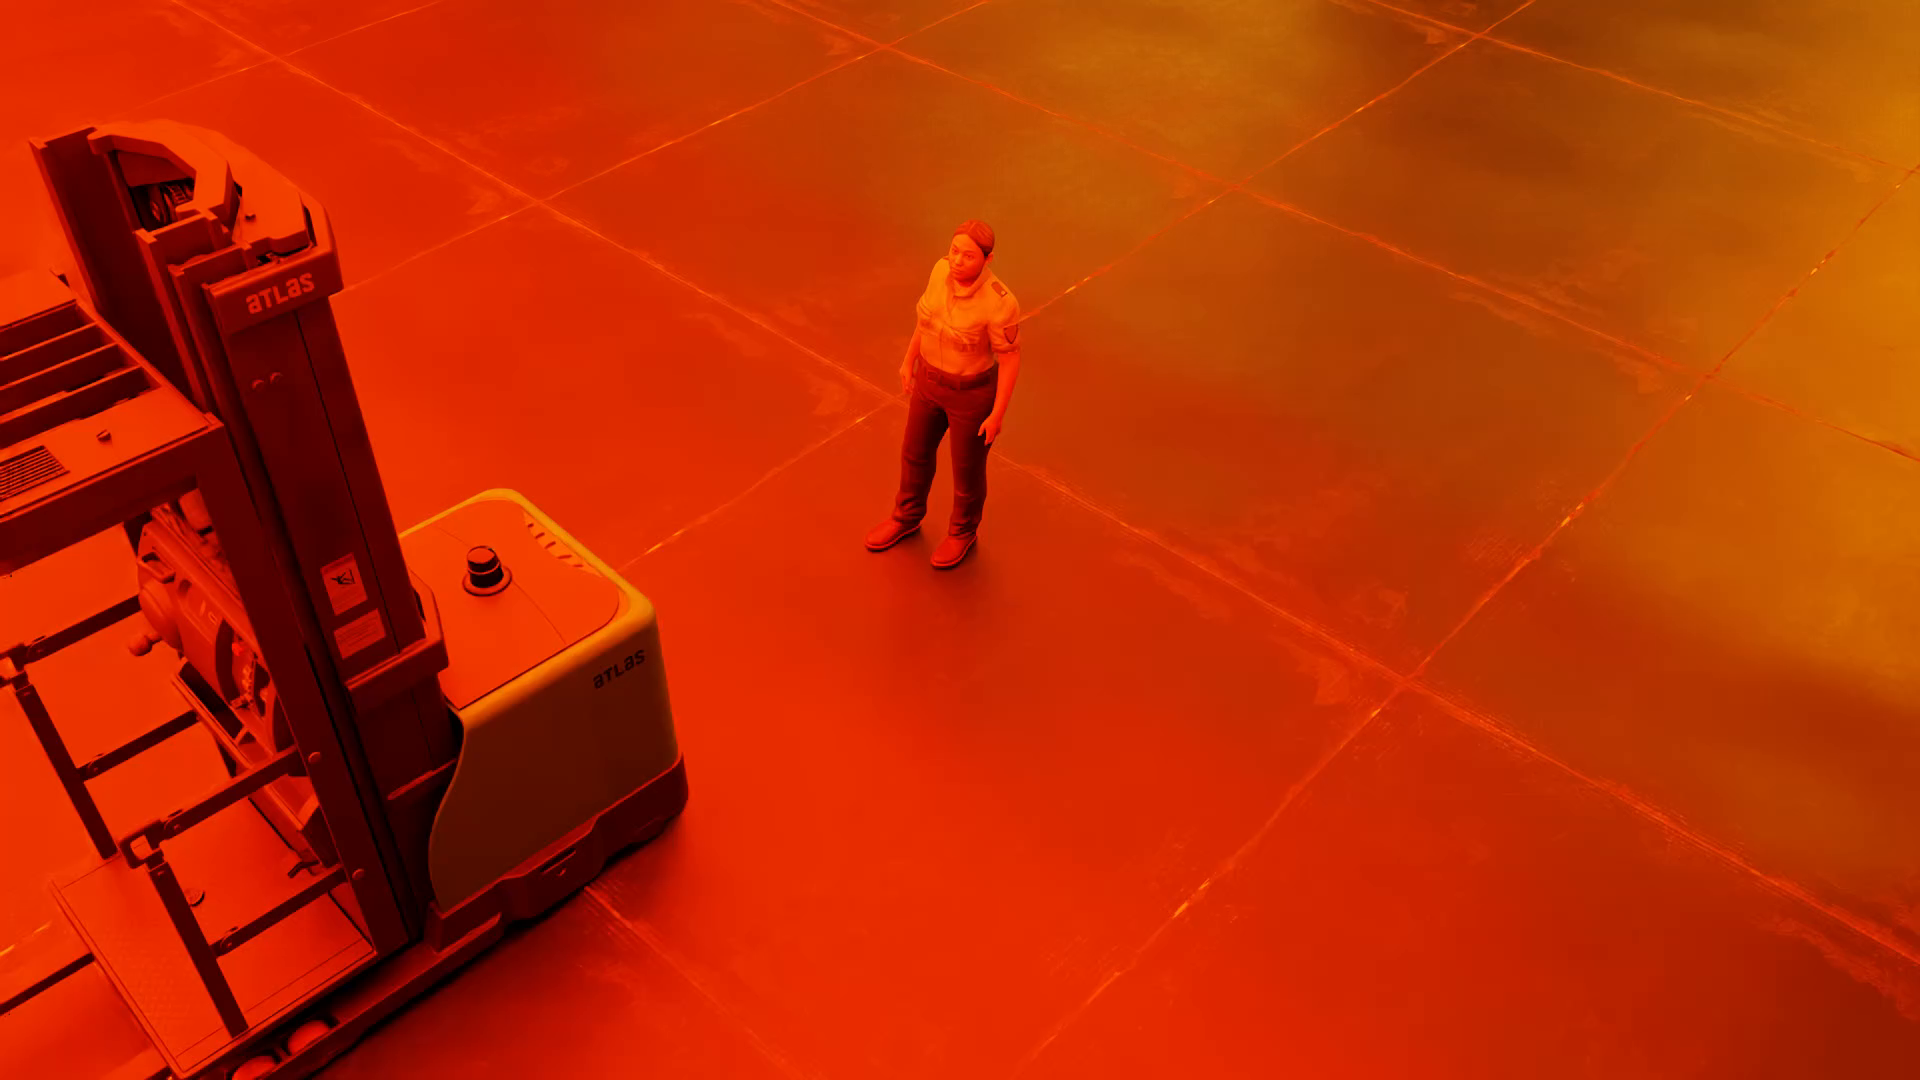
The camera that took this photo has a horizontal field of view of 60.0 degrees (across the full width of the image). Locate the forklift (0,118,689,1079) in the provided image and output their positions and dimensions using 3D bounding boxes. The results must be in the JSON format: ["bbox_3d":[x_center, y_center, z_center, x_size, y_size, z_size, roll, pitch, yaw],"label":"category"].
[{"bbox_3d":[-2.455,0.373,4.994,3.031,2.935,1.130,-32,50,-32],"label":"forklift"}]

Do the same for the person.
[{"bbox_3d":[-0.078,-0.592,7.104,0.598,1.638,0.502,31,49,31],"label":"person"}]
